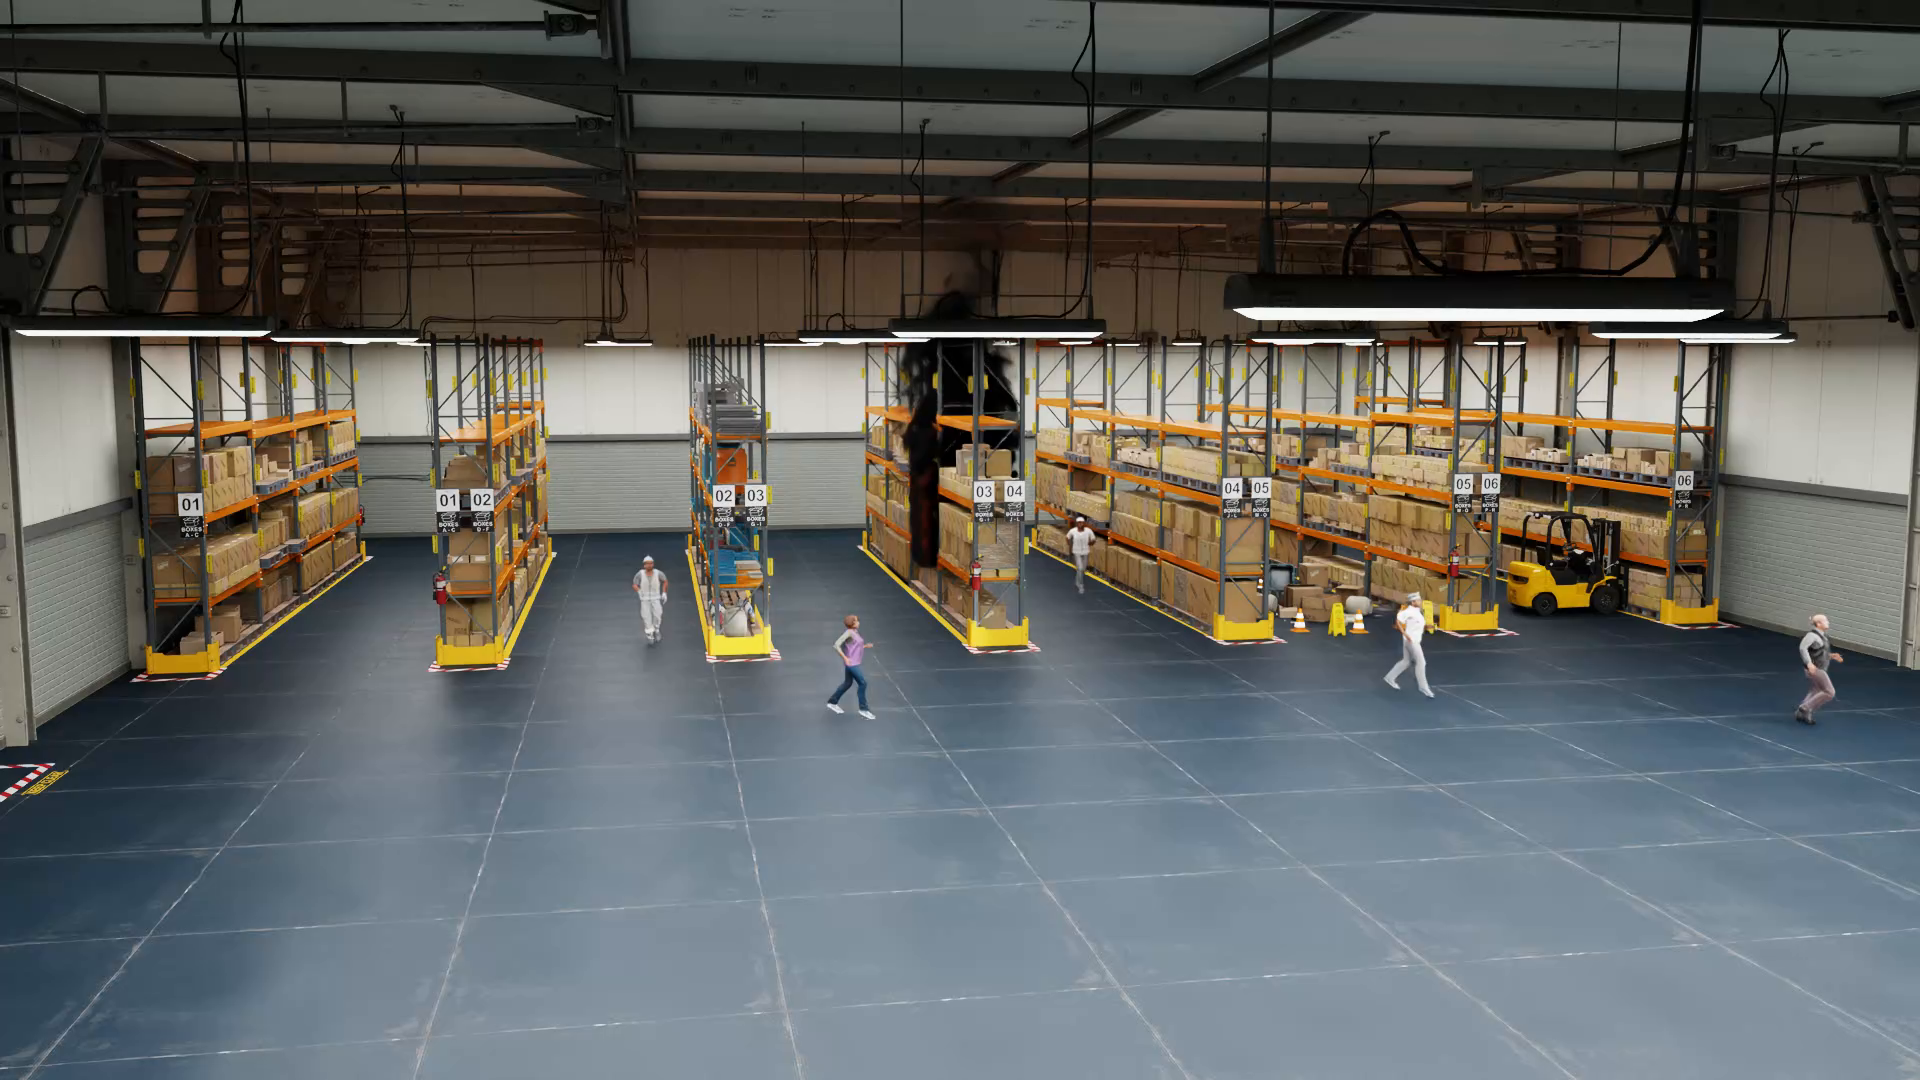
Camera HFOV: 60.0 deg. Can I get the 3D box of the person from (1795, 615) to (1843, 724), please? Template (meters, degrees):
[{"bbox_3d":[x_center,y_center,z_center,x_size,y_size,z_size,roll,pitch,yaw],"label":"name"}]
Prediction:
[{"bbox_3d":[13.120,1.979,25.374,0.601,1.686,0.667,4,8,31],"label":"person"}]

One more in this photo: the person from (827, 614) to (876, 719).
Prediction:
[{"bbox_3d":[-1.693,1.963,25.815,0.784,1.630,0.517,0,7,4],"label":"person"}]

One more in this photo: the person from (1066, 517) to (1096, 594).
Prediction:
[{"bbox_3d":[2.885,0.333,39.402,0.682,1.780,0.888,-1,7,-8],"label":"person"}]

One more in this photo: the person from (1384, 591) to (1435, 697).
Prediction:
[{"bbox_3d":[7.502,1.717,27.681,0.860,1.735,0.569,3,7,24],"label":"person"}]

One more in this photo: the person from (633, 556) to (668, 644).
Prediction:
[{"bbox_3d":[-5.993,1.174,32.211,0.669,1.732,0.660,-1,7,-11],"label":"person"}]
